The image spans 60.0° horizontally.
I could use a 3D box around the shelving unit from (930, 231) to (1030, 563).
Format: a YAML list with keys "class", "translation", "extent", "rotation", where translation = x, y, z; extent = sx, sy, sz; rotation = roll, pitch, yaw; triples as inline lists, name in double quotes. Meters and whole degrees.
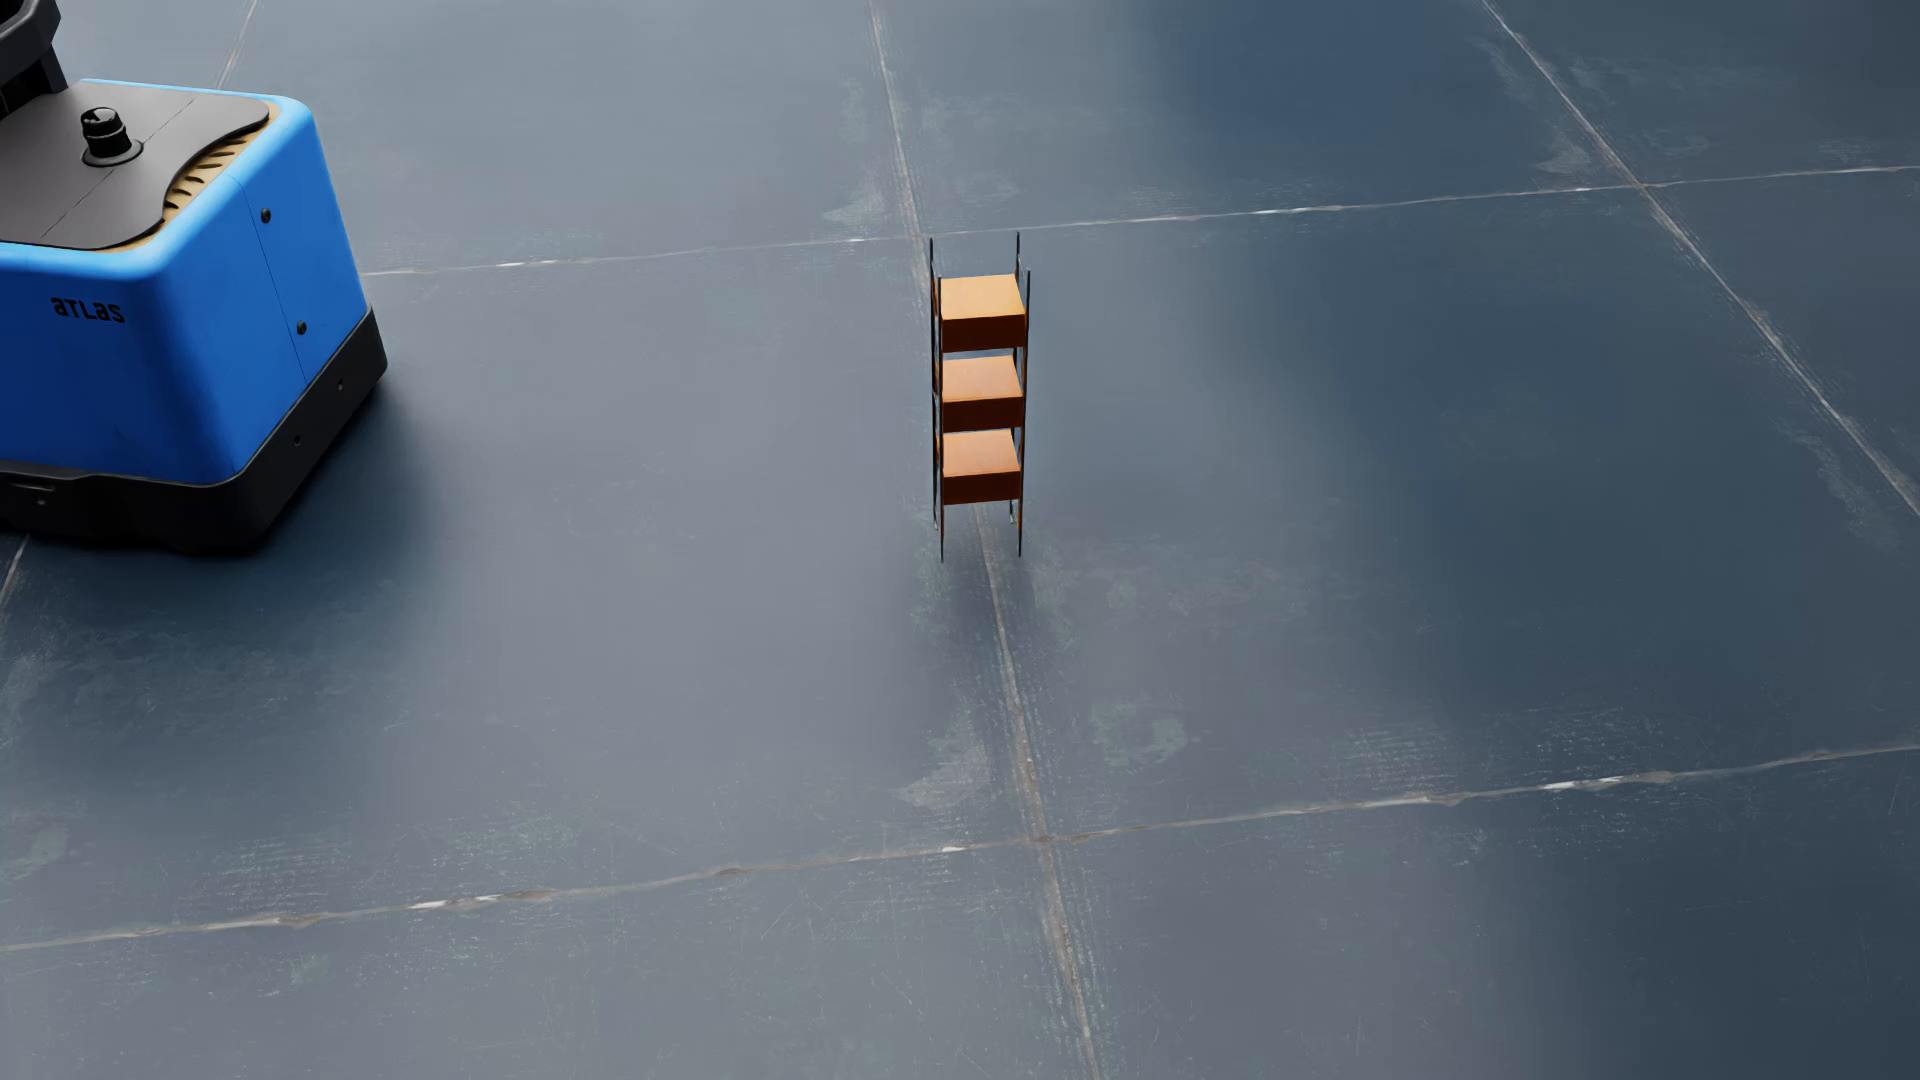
- class: "shelving unit"
  translation: [0.053, -0.394, 4.904]
  extent: [0.252, 1.050, 0.215]
  rotation: [-5, 42, -6]

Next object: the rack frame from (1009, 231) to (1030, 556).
- class: "rack frame"
  translation: [0.174, -0.405, 4.915]
  extent: [0.008, 1.050, 0.200]
  rotation: [-5, 42, -6]

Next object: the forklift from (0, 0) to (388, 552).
- class: "forklift"
  translation: [-3.569, -1.533, 4.762]
  extent: [3.031, 2.935, 1.130]
  rotation: [7, 43, 8]

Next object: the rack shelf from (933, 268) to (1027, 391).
- class: "rack shelf"
  translation: [0.053, -0.597, 4.721]
  extent: [0.240, 0.259, 0.215]
  rotation: [-5, 42, -6]

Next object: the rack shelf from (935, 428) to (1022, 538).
- class: "rack shelf"
  translation: [0.053, -0.180, 5.097]
  extent: [0.240, 0.259, 0.215]
  rotation: [-5, 42, -6]

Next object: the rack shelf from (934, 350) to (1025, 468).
- class: "rack shelf"
  translation: [0.053, -0.387, 4.911]
  extent: [0.240, 0.259, 0.215]
  rotation: [-5, 42, -6]

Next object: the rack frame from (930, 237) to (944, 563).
- class: "rack frame"
  translation: [-0.068, -0.384, 4.892]
  extent: [0.008, 1.050, 0.200]
  rotation: [-5, 42, -6]
